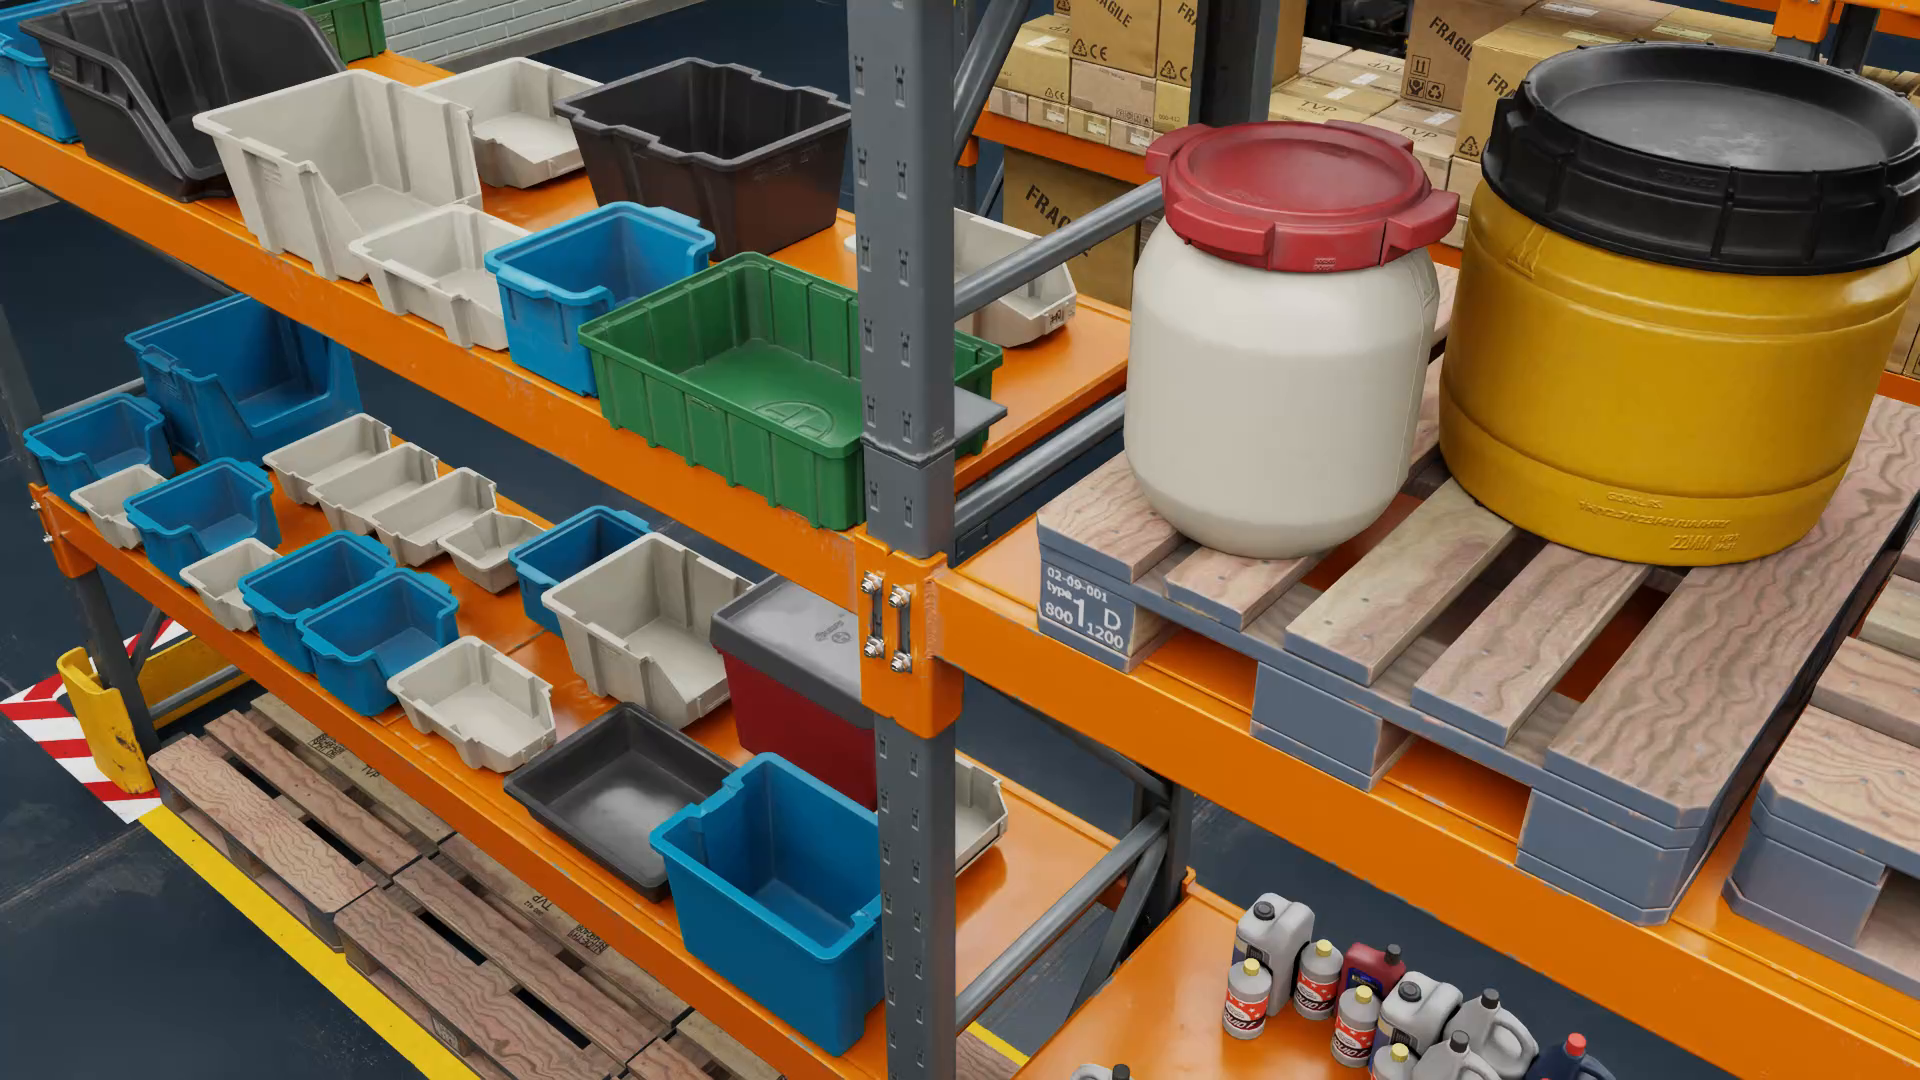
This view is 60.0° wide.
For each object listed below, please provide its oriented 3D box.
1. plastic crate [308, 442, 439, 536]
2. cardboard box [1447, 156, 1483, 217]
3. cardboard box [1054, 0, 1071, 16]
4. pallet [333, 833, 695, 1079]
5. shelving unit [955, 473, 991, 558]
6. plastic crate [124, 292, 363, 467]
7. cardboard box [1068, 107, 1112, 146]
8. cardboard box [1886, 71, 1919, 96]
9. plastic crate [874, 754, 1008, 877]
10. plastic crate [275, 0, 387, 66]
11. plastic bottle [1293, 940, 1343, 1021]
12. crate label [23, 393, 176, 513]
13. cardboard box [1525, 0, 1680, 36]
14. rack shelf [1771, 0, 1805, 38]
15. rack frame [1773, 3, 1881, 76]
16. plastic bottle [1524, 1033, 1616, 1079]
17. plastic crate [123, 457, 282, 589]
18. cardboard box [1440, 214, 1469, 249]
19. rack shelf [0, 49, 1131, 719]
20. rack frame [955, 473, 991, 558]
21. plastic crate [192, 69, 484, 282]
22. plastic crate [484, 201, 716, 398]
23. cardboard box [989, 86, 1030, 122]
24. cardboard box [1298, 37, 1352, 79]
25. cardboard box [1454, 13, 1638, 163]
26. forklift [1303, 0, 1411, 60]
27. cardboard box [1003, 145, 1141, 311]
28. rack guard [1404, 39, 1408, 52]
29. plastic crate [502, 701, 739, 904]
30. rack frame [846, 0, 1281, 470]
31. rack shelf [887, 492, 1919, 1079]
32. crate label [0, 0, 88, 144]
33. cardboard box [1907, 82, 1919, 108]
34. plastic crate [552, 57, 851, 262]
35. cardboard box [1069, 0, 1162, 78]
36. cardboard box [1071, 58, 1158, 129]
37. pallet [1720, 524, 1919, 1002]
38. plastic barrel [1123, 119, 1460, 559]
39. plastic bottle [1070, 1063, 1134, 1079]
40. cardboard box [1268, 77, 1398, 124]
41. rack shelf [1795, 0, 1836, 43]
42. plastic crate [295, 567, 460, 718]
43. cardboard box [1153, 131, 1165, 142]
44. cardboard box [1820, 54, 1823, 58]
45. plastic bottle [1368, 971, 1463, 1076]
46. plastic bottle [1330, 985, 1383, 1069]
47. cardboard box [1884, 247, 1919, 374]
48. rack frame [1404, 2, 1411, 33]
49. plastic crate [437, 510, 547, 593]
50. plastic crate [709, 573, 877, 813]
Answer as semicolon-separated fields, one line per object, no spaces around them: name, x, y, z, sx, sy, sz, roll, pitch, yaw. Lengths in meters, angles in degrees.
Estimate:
plastic crate;-1.910;-0.151;5.500;0.243;0.136;0.396;25;42;32
cardboard box;2.471;-1.562;7.244;0.500;0.250;0.500;27;43;33
cardboard box;0.846;-3.025;8.713;0.500;0.500;0.500;26;42;32
pallet;-1.323;1.344;5.606;1.213;0.211;1.003;25;42;32
shelving unit;-0.127;-0.555;7.498;0.503;1.200;0.258;25;42;32
plastic crate;-2.489;-0.562;5.835;0.499;0.435;0.616;25;42;32
cardboard box;0.760;-2.157;8.463;0.250;0.149;0.380;24;41;31
cardboard box;6.323;-2.974;11.052;0.250;0.149;0.380;28;43;34
plastic crate;-0.058;0.739;4.204;0.243;0.136;0.396;25;42;32
plastic crate;-1.925;-1.479;4.791;0.336;0.188;0.450;25;42;32
plastic bottle;0.825;1.000;3.819;0.097;0.201;0.097;0;34;0
crate label;-2.887;-0.286;5.611;0.303;0.233;0.416;25;42;32
cardboard box;2.799;-2.105;7.373;0.500;0.500;0.500;25;42;32
rack shelf;1.840;-2.933;7.357;4.000;0.370;1.077;25;42;32
rack frame;3.377;-1.269;6.948;0.127;3.000;1.000;25;42;32
plastic bottle;1.266;1.164;3.449;0.185;0.351;0.144;25;42;32
plastic crate;-2.381;-0.047;5.264;0.300;0.233;0.416;25;42;32
cardboard box;2.341;-1.413;7.379;0.250;0.149;0.380;26;42;33
rack shelf;-1.329;-0.778;4.219;4.000;0.370;1.077;25;42;32
rack frame;0.060;-0.466;7.369;0.015;1.200;0.240;25;42;32
plastic crate;-1.360;-0.813;3.740;0.530;0.282;0.437;25;42;32
plastic crate;-0.696;-0.472;3.286;0.300;0.233;0.416;25;42;32
cardboard box;0.365;-2.342;8.732;0.250;0.149;0.380;26;42;32
cardboard box;1.626;-2.350;8.392;0.500;0.250;0.500;24;41;30
cardboard box;2.471;-1.872;7.034;0.500;0.500;0.500;26;42;32
forklift;2.677;-3.318;9.992;3.031;2.935;1.130;24;41;31
cardboard box;0.846;-1.818;9.253;0.875;0.875;0.875;25;42;32
rack guard;3.613;-3.781;12.814;0.348;0.500;1.175;25;42;32
plastic crate;-0.824;0.686;4.291;0.590;0.125;0.437;25;42;32
rack frame;0.208;-1.587;2.112;0.127;3.000;1.000;25;42;32
rack shelf;1.745;0.671;2.110;4.000;0.370;1.077;25;42;32
crate label;-2.363;-1.263;4.421;0.502;0.251;0.408;25;42;32
cardboard box;3.874;-1.496;6.304;0.637;0.503;0.797;24;41;31
plastic crate;-0.571;-0.866;3.827;0.590;0.269;0.497;25;42;32
cardboard box;0.884;-2.615;8.116;0.500;0.500;0.500;24;41;31
cardboard box;0.903;-2.302;8.322;0.500;0.250;0.500;25;41;31
pallet;1.747;0.378;2.067;1.213;0.211;1.003;25;42;32
plastic barrel;0.452;-0.280;2.367;0.433;0.535;0.433;0;34;0
plastic bottle;0.303;1.190;3.412;0.185;0.351;0.144;25;42;32
cardboard box;1.691;-1.931;7.782;0.500;0.250;0.500;24;41;31
rack shelf;4.914;-1.484;5.248;4.000;0.370;1.077;25;42;32
plastic crate;-1.644;0.300;4.759;0.300;0.233;0.416;25;42;32
cardboard box;1.156;-1.971;8.192;0.250;0.149;0.380;24;41;31
cardboard box;5.738;-3.256;11.464;0.250;0.149;0.380;26;42;33
plastic bottle;0.999;1.072;3.649;0.135;0.276;0.152;25;42;32
plastic bottle;0.888;1.075;3.711;0.097;0.201;0.097;0;34;0
cardboard box;3.571;-1.035;6.519;0.500;0.500;0.500;25;42;32
rack frame;3.554;-4.839;12.146;0.127;3.000;1.000;25;42;32
plastic crate;-1.441;0.038;5.224;0.250;0.136;0.298;25;42;32
plastic crate;-0.317;0.402;4.405;0.583;0.464;0.402;25;42;32
